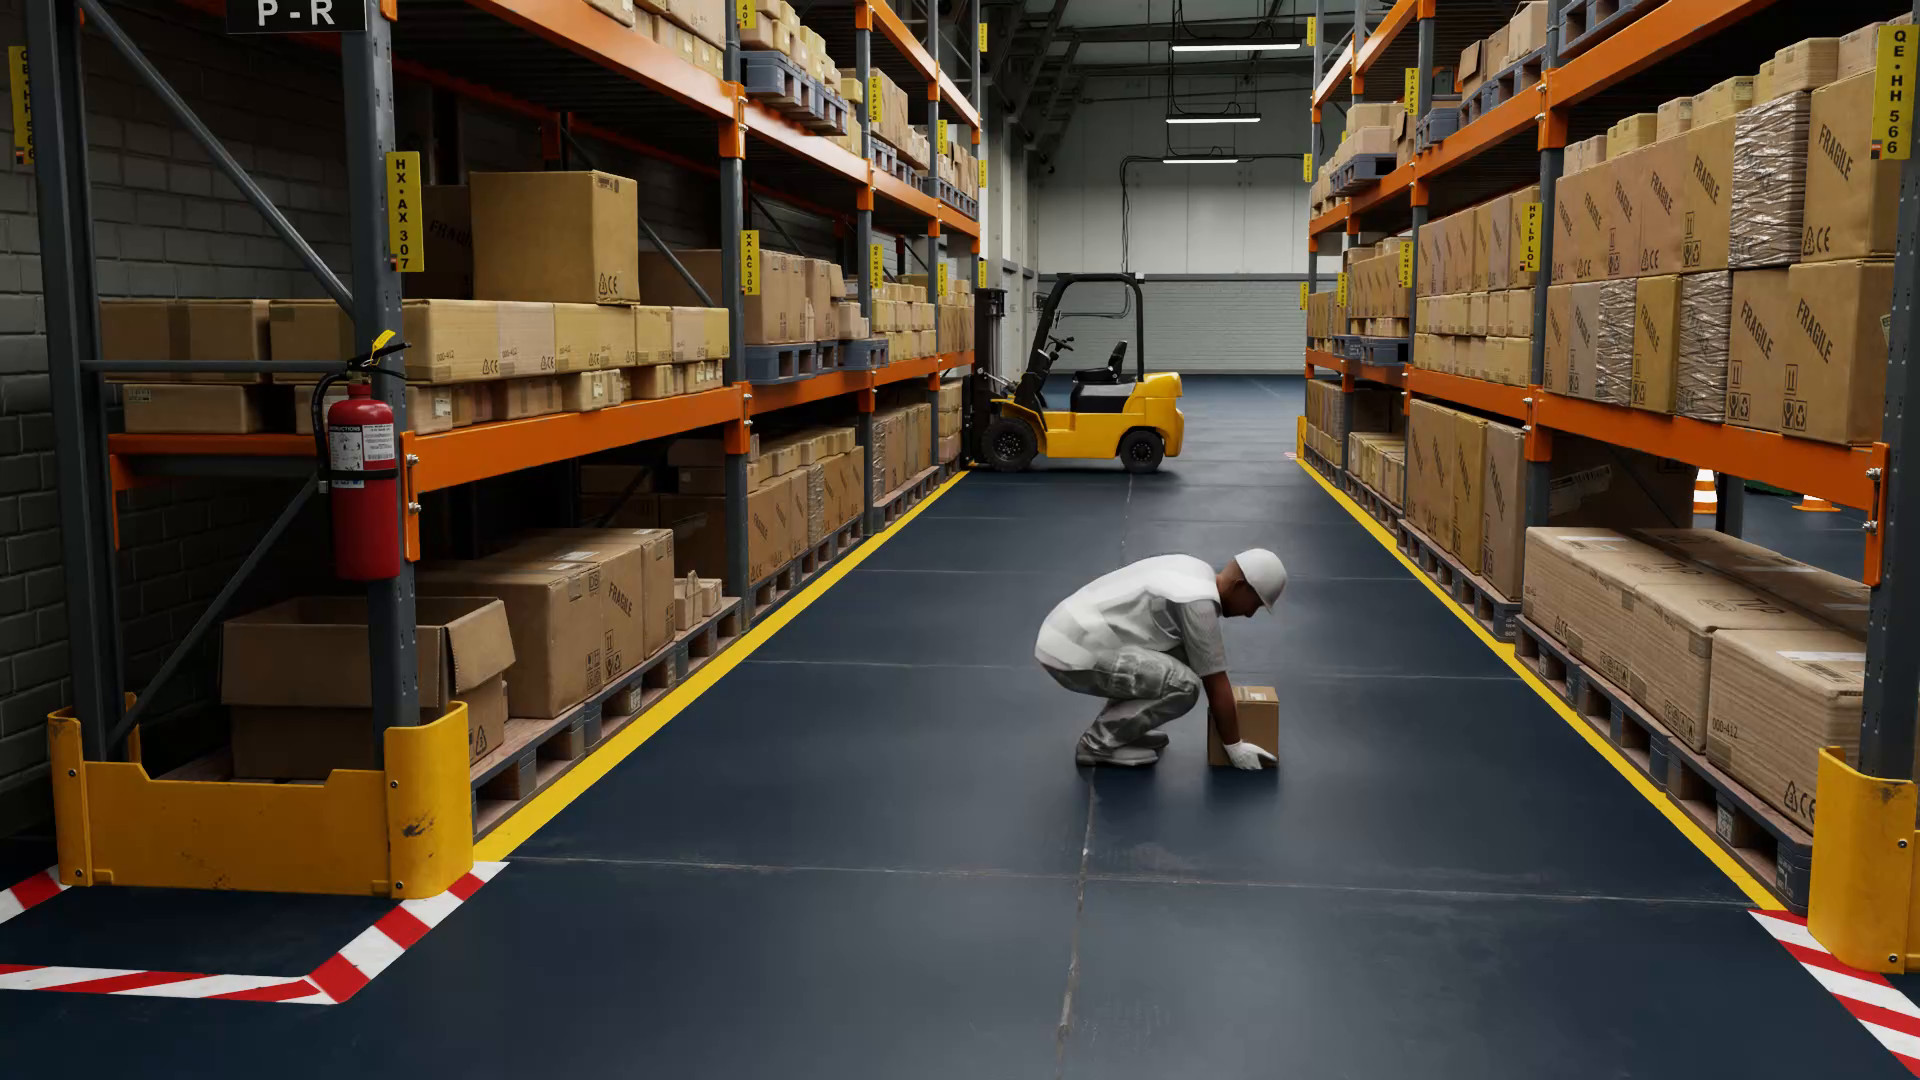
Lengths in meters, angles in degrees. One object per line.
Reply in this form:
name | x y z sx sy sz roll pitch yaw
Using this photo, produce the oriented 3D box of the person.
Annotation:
person | 0.753 0.468 6.283 0.937 0.876 0.575 1 8 6
